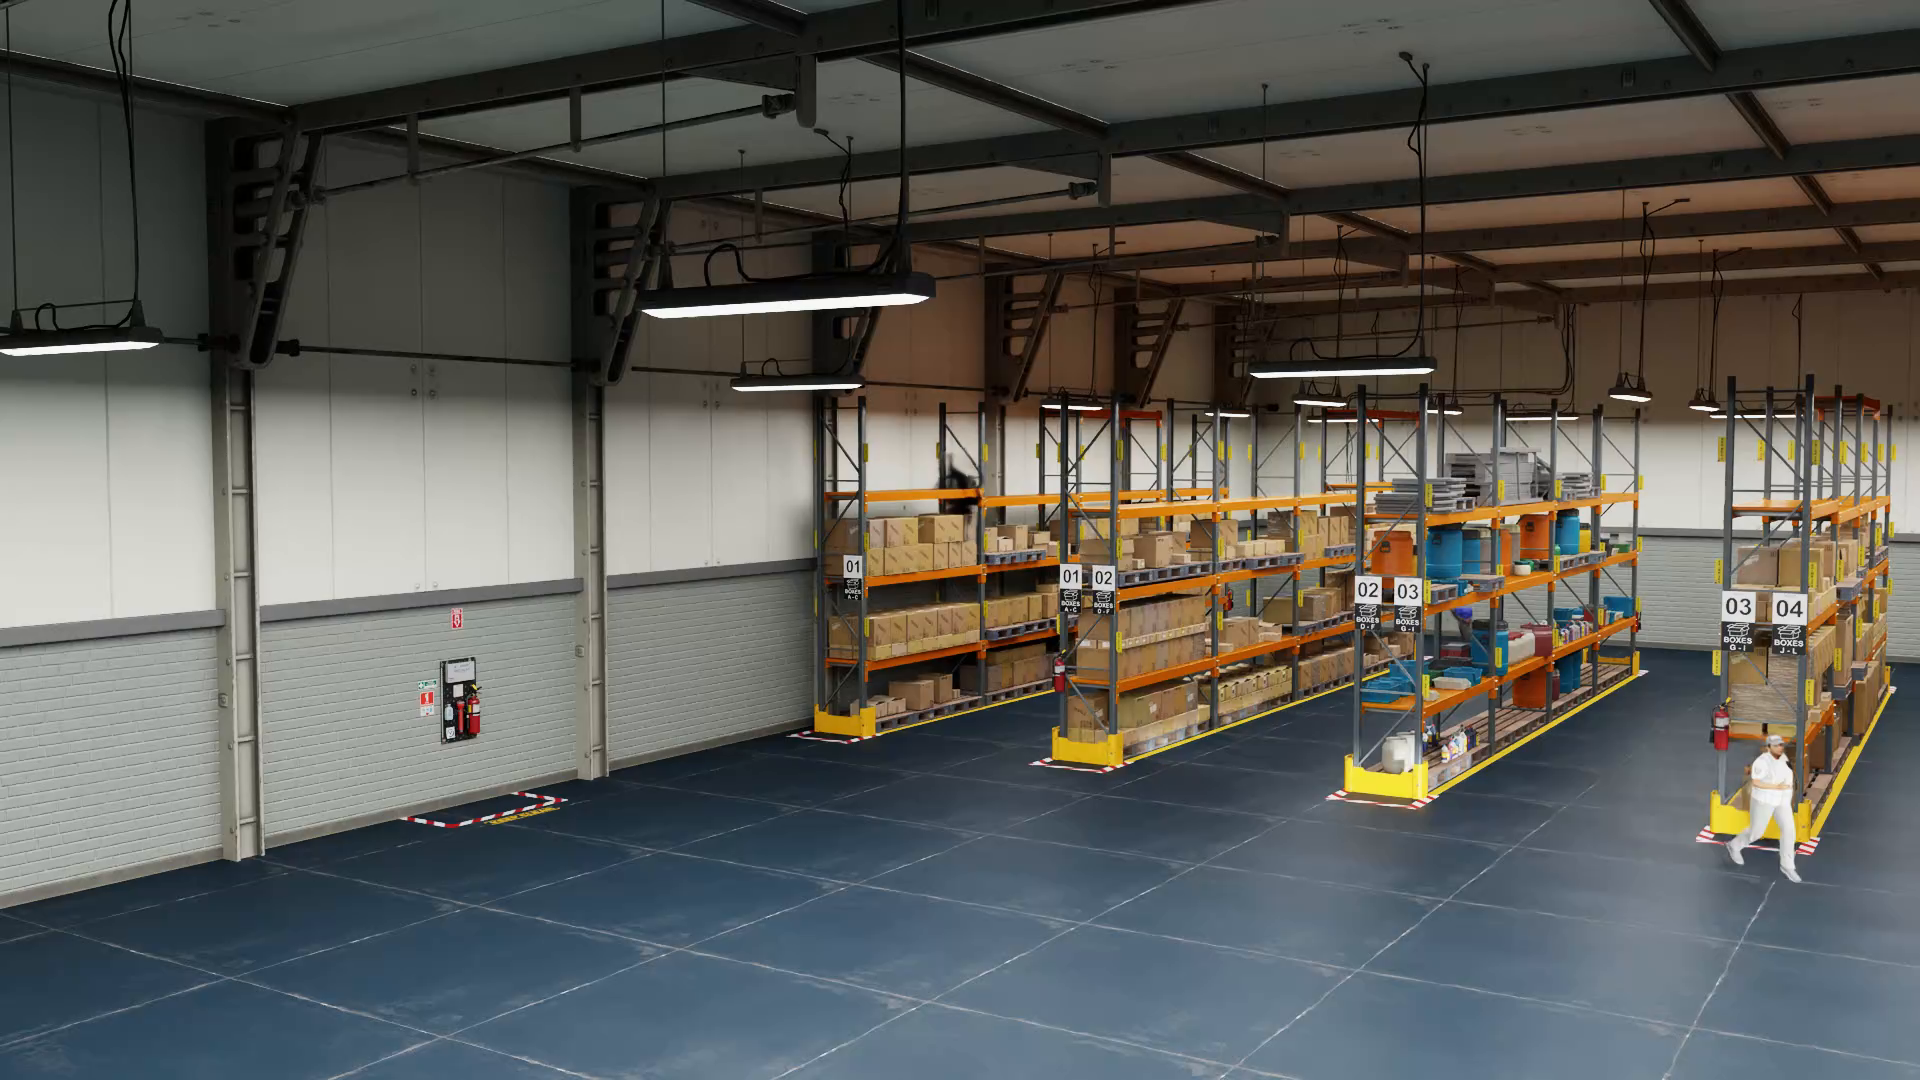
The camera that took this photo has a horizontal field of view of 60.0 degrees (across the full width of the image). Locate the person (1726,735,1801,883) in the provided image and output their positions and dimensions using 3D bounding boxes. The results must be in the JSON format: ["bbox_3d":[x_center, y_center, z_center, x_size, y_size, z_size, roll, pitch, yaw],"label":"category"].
[{"bbox_3d":[9.599,3.139,19.752,0.614,1.701,0.929,-1,3,-14],"label":"person"}]

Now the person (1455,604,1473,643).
[{"bbox_3d":[12.103,2.097,39.747,0.602,1.654,0.860,-1,3,-16],"label":"person"}]
